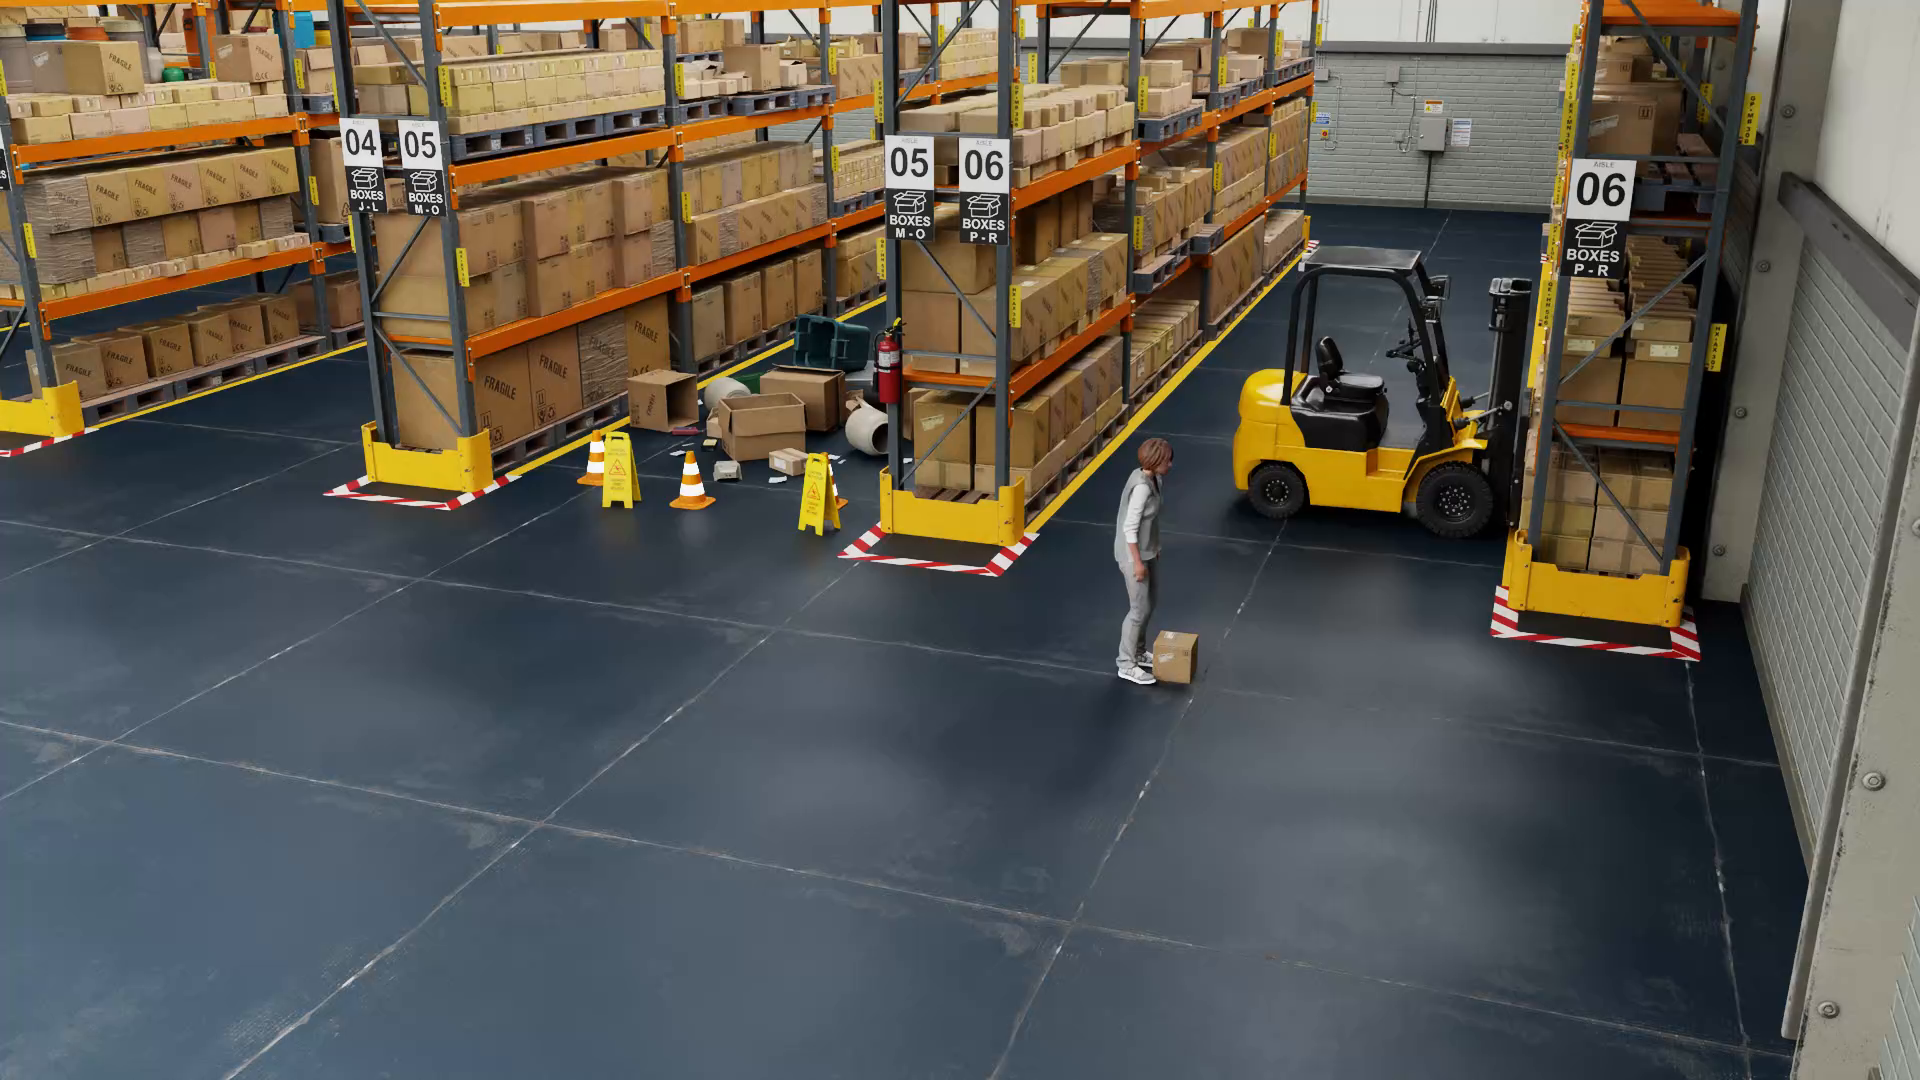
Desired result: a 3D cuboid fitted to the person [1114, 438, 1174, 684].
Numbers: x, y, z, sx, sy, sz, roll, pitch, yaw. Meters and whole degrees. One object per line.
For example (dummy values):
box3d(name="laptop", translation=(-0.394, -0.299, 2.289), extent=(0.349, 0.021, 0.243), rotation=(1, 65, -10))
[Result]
box3d(name="person", translation=(1.177, 0.110, 10.760), extent=(0.344, 1.593, 0.460), rotation=(7, 20, 18))
